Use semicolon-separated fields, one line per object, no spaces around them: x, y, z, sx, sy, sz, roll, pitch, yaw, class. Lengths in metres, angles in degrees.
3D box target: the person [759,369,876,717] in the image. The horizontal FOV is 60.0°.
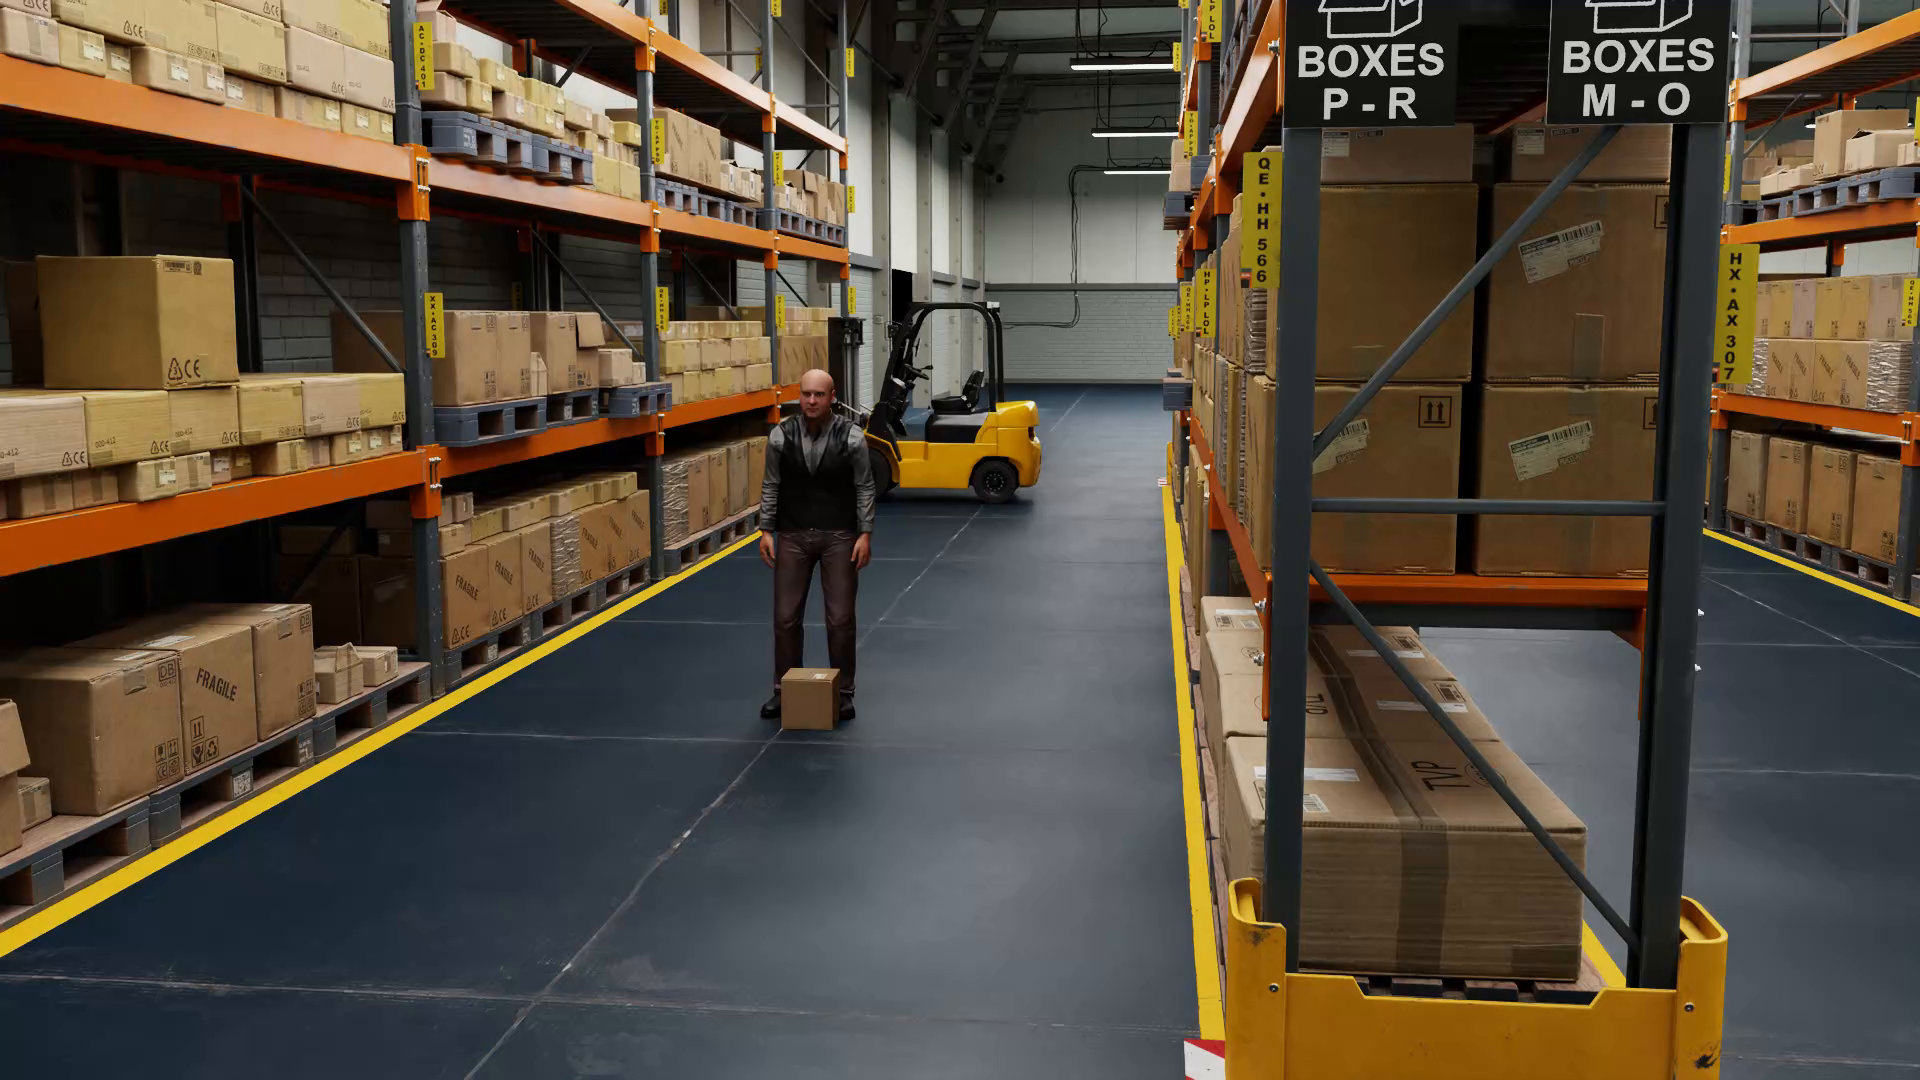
-0.712;0.013;8.281;0.581;1.721;0.370;1;8;7;person
